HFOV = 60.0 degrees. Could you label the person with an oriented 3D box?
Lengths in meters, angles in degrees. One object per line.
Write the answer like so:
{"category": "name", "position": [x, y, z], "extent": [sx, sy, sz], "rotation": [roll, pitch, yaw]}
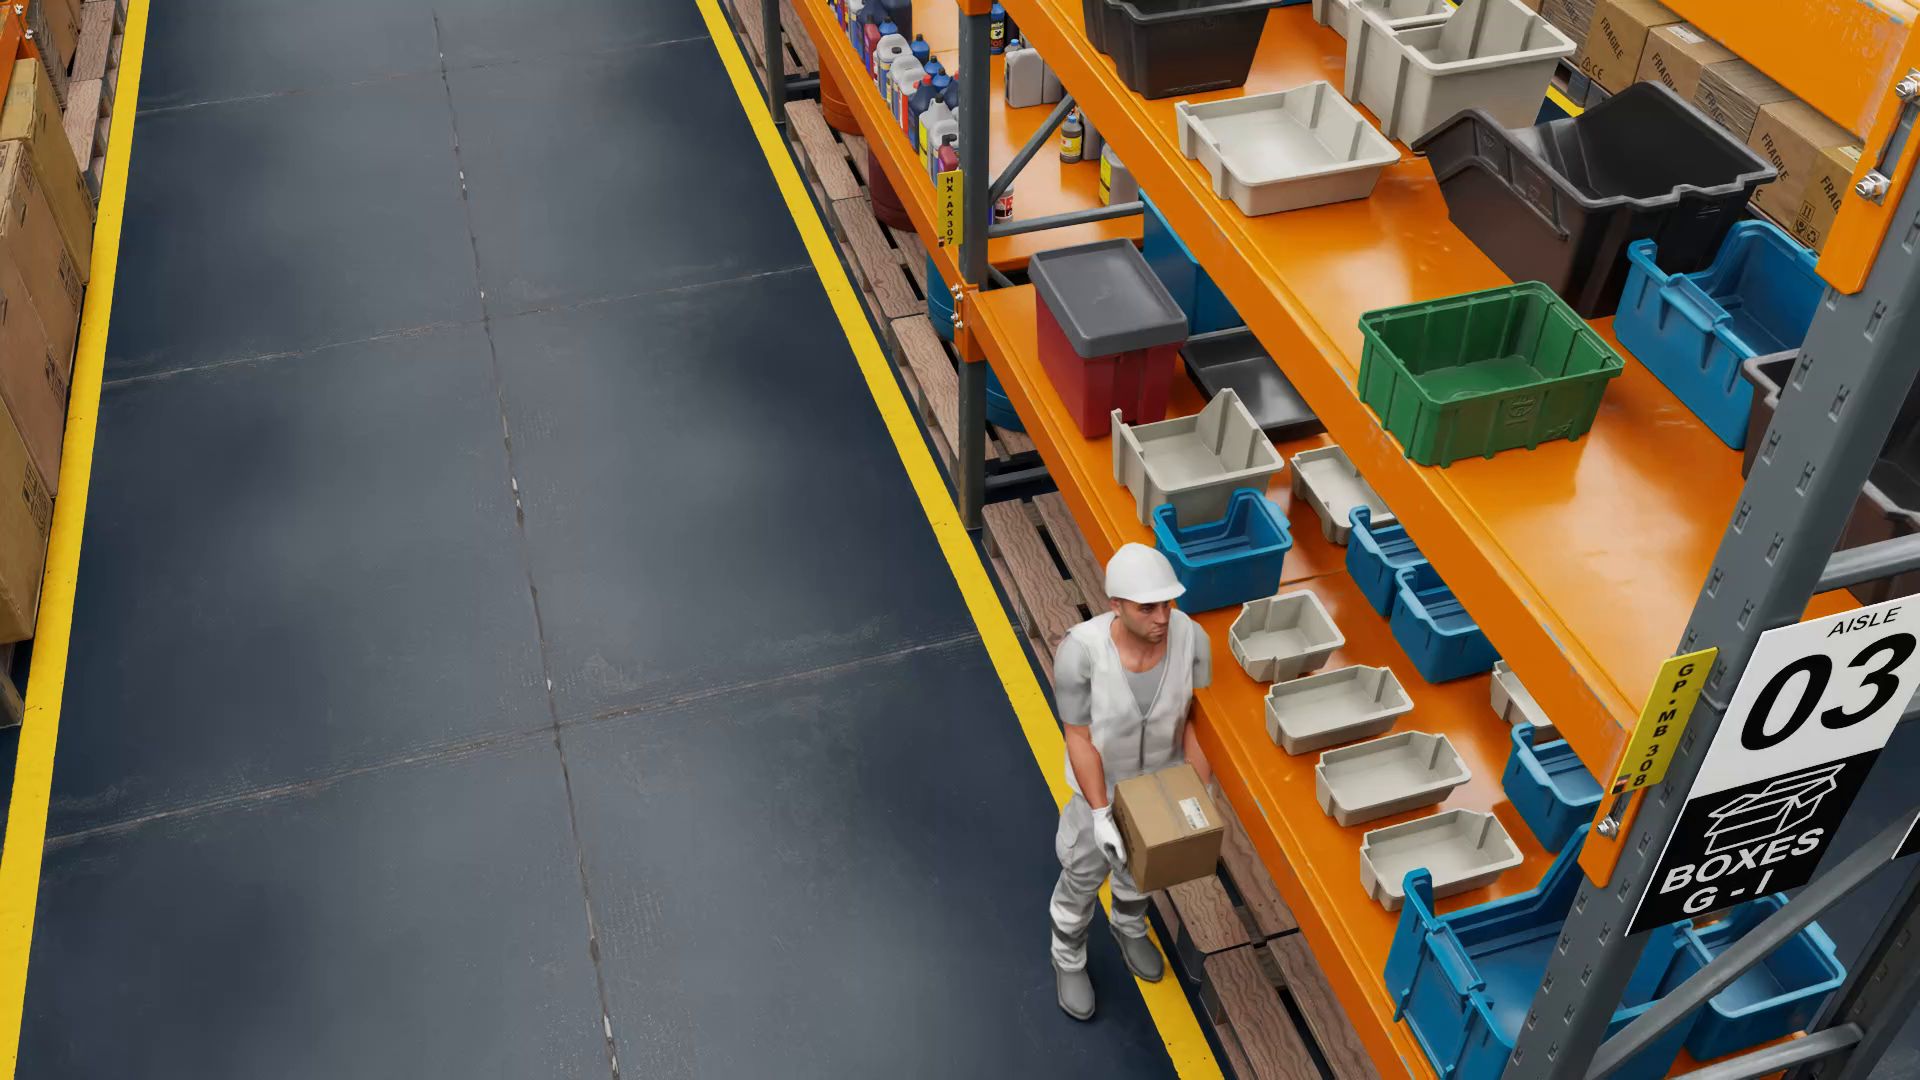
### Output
{"category": "person", "position": [0.553, 0.802, 5.243], "extent": [0.525, 1.793, 0.538], "rotation": [-12, 43, -13]}
